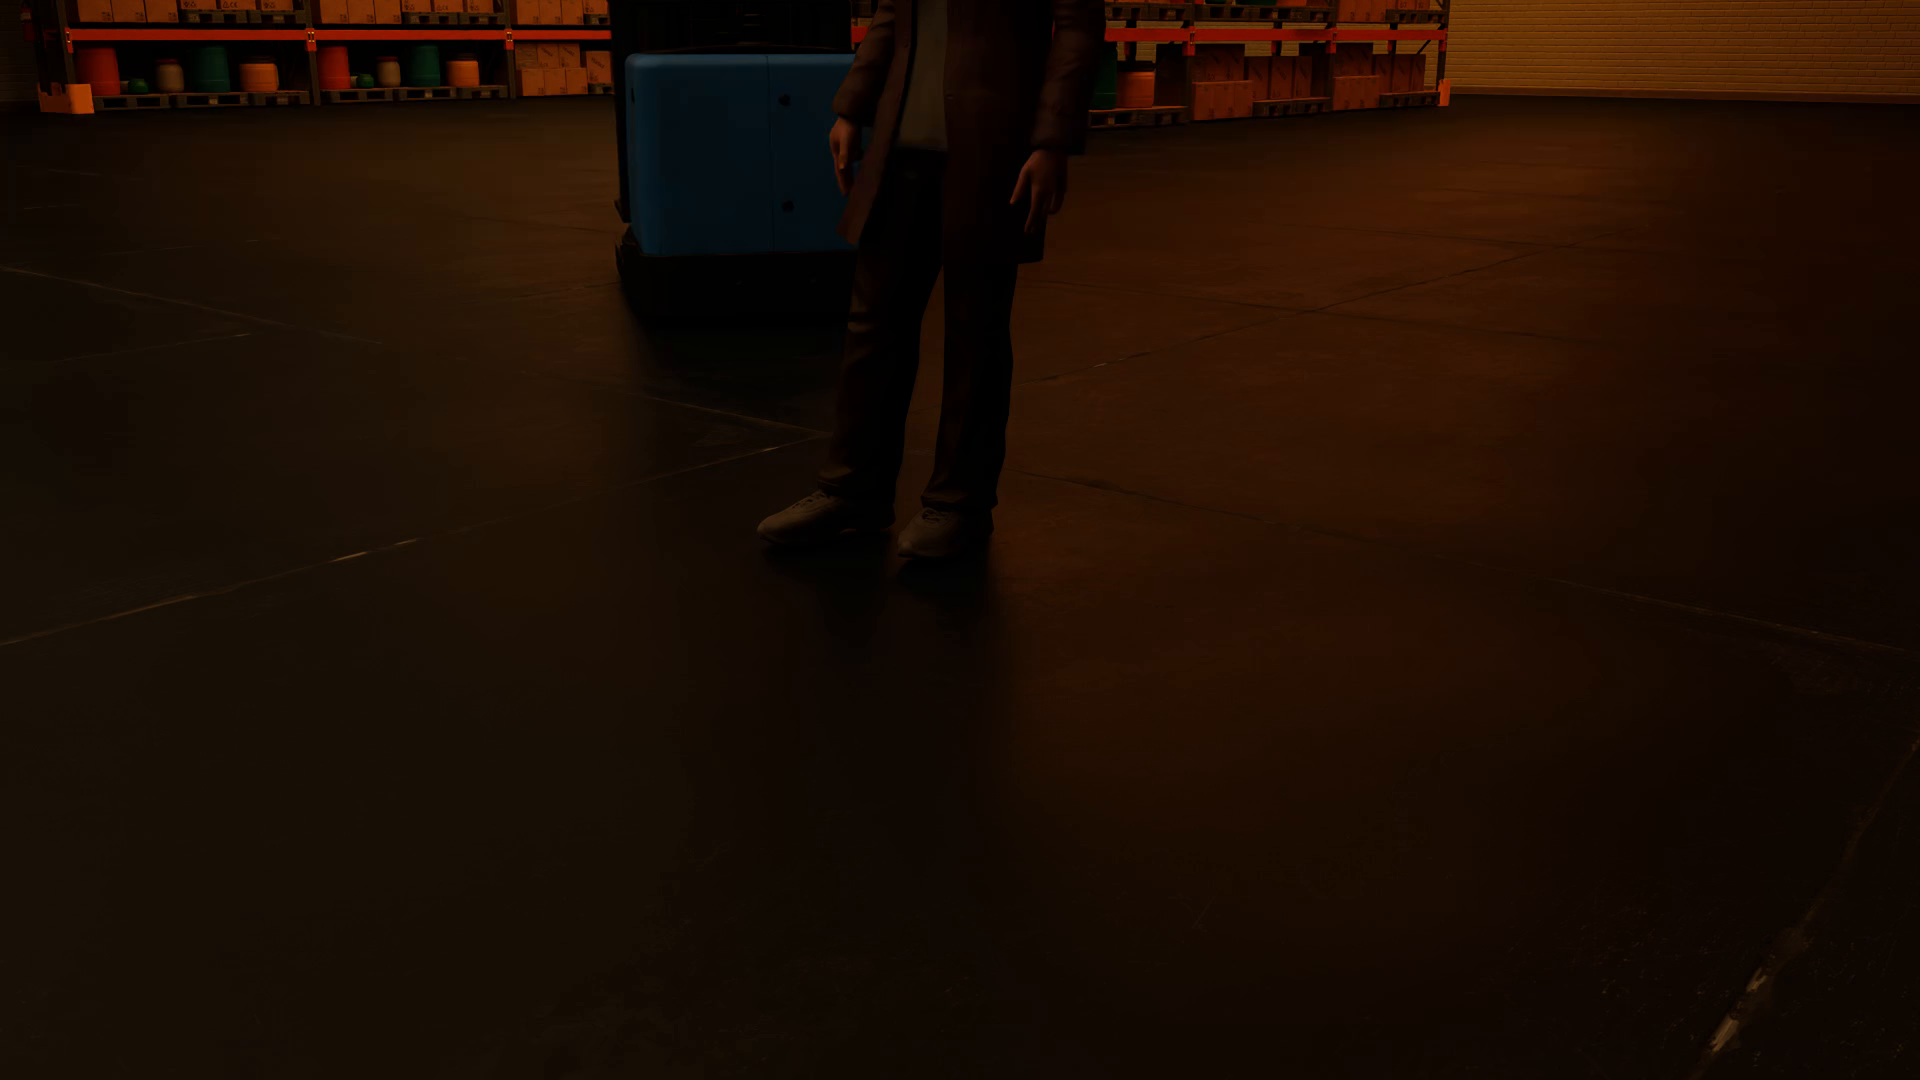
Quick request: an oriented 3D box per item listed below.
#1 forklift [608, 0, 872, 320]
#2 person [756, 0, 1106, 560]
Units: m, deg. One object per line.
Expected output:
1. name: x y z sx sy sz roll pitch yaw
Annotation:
1. forklift: -1.098 -2.682 7.729 1.130 2.935 3.031 -4 17 -13
2. person: -0.061 -0.838 3.616 0.698 1.777 0.579 13 21 37
